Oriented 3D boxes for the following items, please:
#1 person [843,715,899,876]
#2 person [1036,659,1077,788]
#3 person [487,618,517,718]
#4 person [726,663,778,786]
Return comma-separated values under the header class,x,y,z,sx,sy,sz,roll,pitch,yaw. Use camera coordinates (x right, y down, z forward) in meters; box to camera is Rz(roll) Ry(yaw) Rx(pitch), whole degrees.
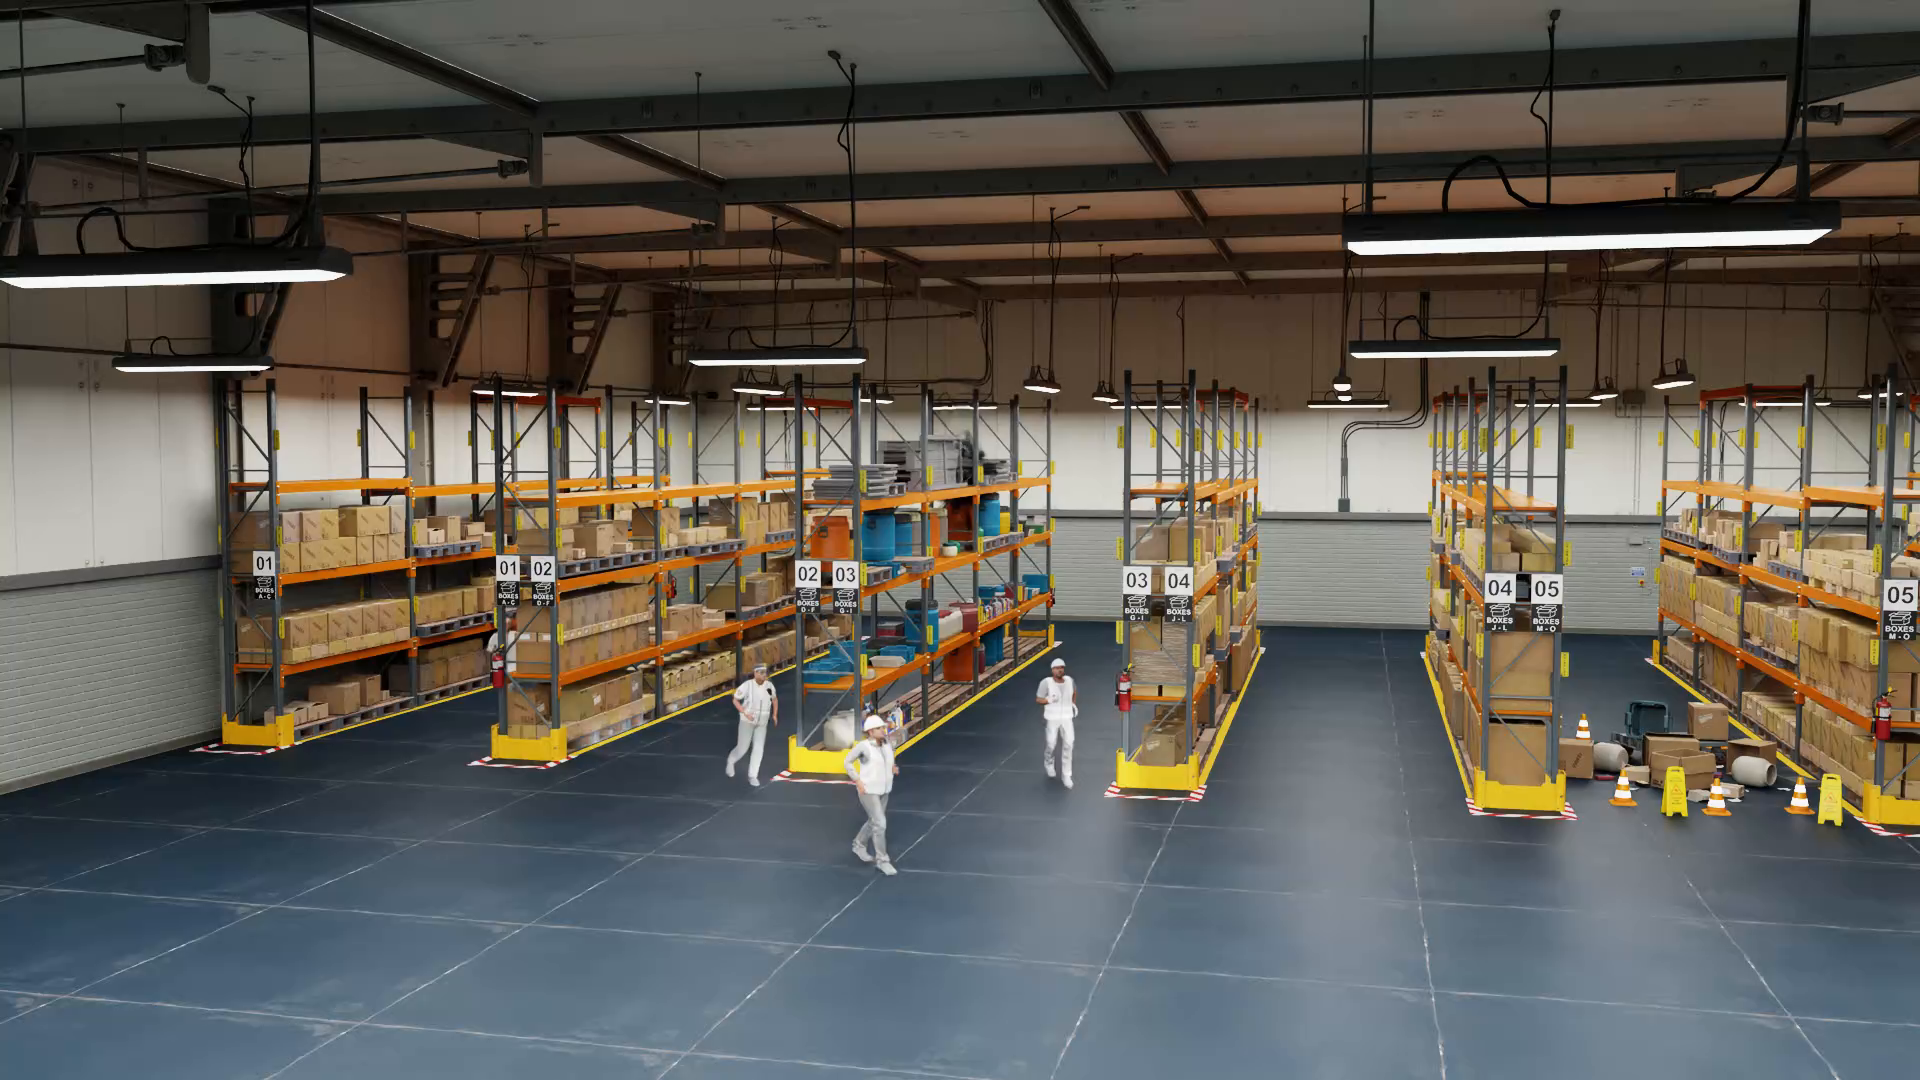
class,x,y,z,sx,sy,sz,roll,pitch,yaw
person,-0.987,2.939,19.371,0.811,1.800,0.652,3,4,39
person,1.432,2.638,24.233,0.666,1.824,0.813,-1,3,-10
person,-8.153,2.311,29.932,0.692,1.841,0.842,0,3,4
person,-2.991,2.669,24.419,0.746,1.755,0.825,-2,4,-28
